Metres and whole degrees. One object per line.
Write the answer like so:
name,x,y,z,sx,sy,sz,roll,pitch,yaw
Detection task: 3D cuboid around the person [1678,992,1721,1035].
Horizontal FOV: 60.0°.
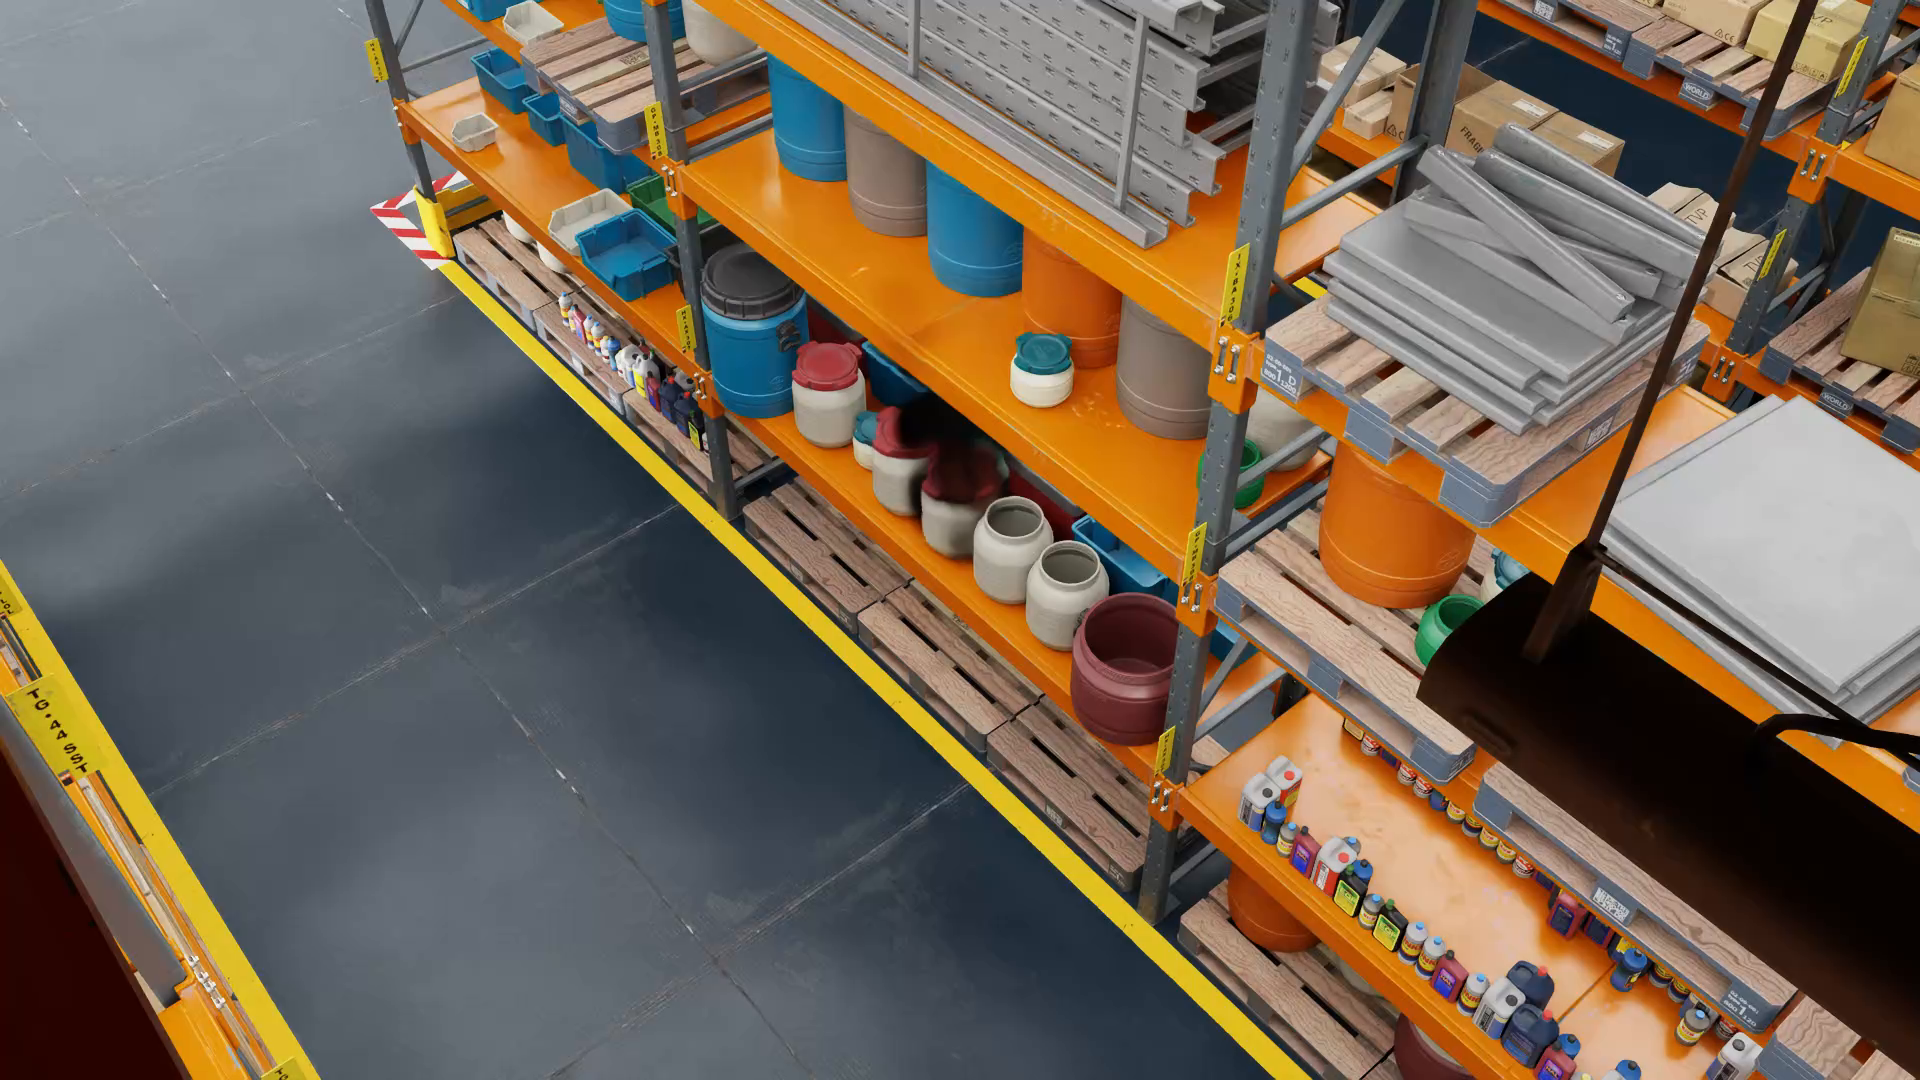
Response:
person,1.142,4.713,5.386,7.345,1.624,2.622,-30,53,-25
